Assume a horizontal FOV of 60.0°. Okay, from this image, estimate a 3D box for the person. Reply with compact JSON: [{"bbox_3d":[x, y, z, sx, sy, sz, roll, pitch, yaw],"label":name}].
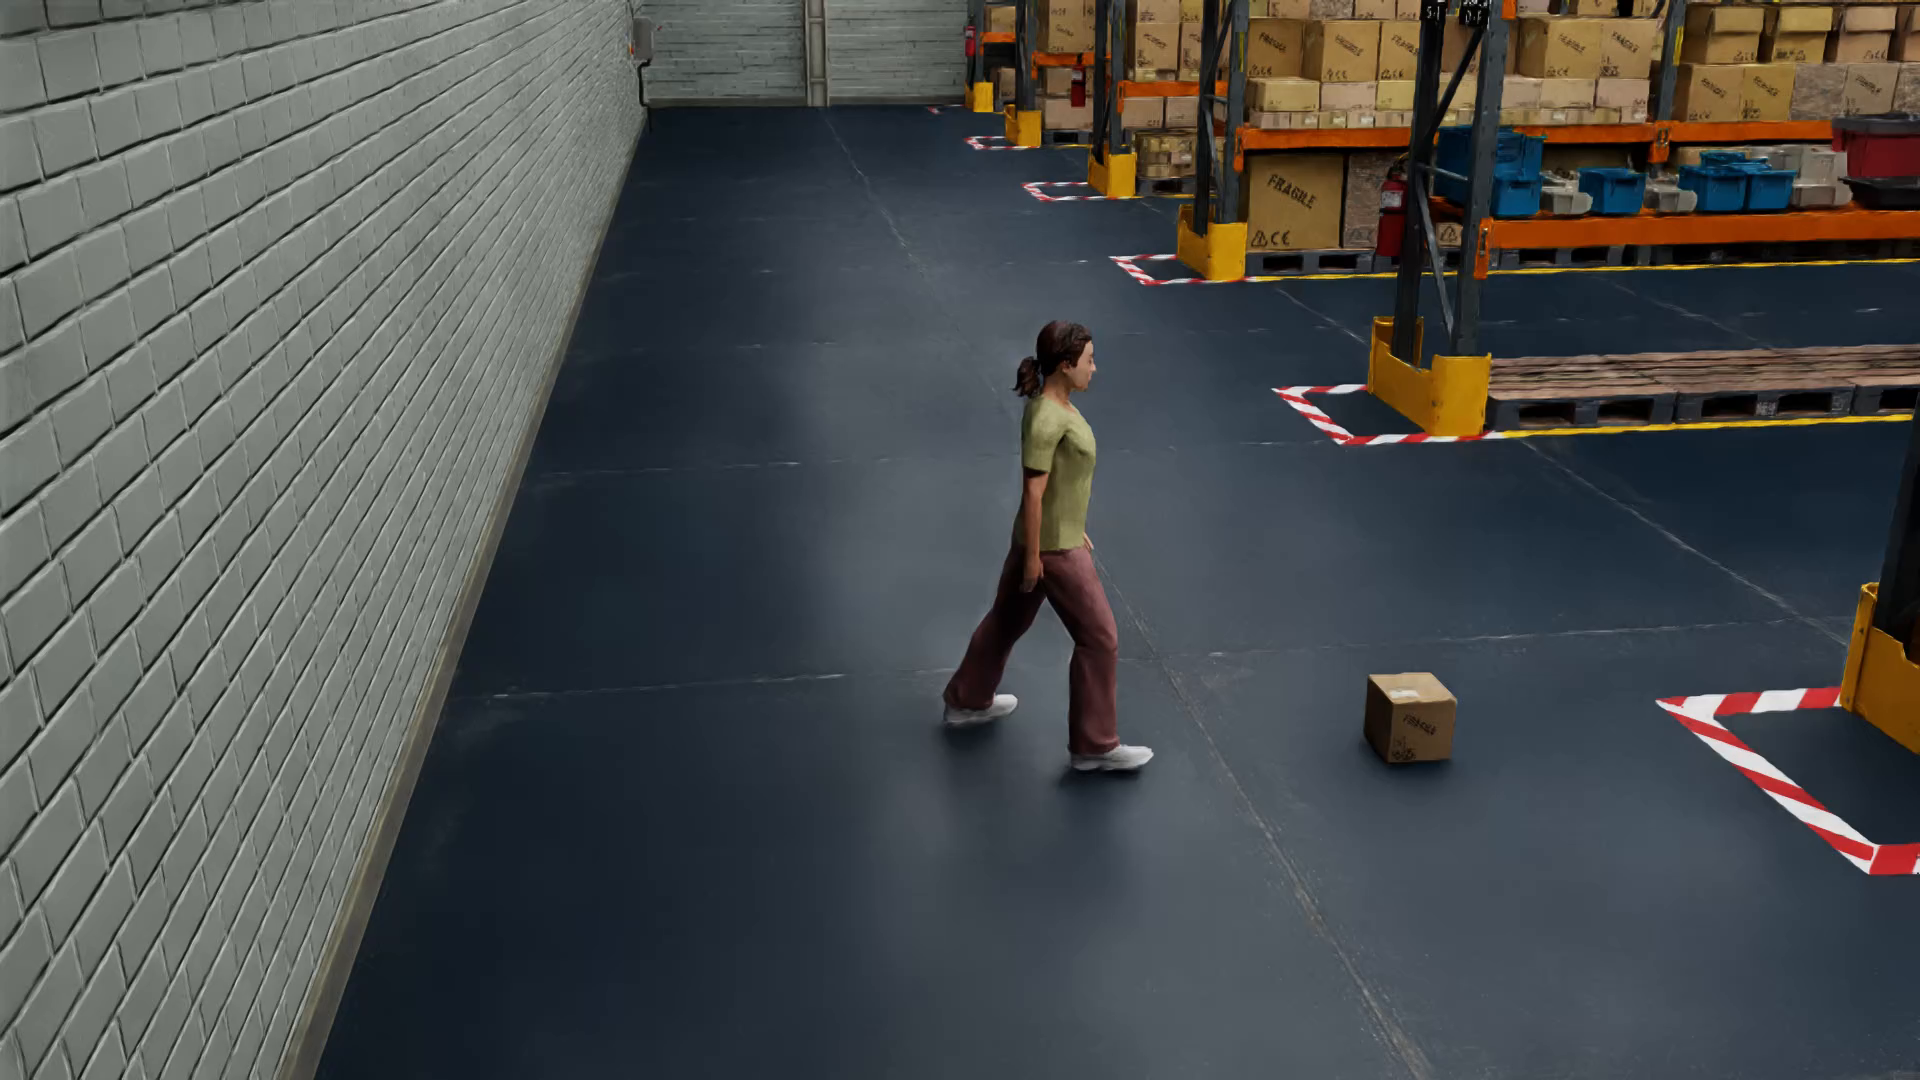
[{"bbox_3d":[0.322,0.030,6.108,0.788,1.580,0.534,0,20,1],"label":"person"}]
